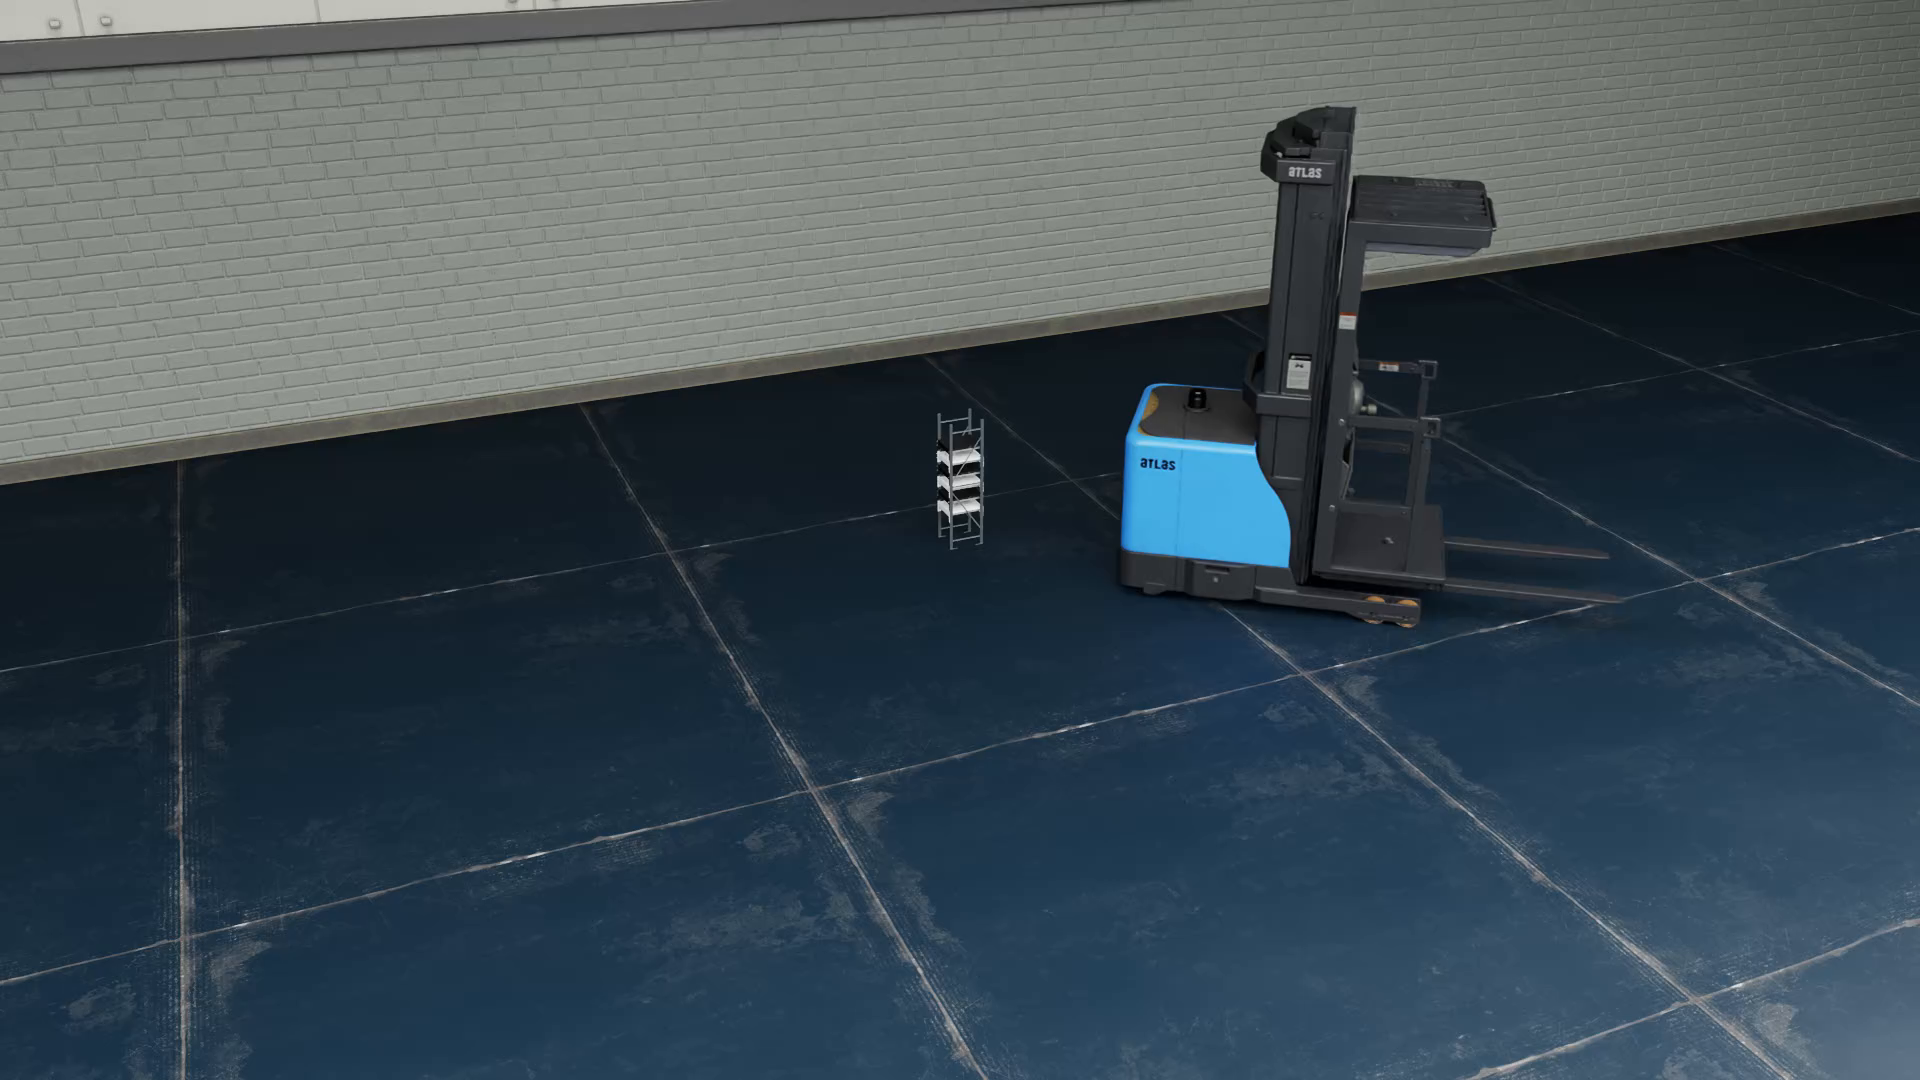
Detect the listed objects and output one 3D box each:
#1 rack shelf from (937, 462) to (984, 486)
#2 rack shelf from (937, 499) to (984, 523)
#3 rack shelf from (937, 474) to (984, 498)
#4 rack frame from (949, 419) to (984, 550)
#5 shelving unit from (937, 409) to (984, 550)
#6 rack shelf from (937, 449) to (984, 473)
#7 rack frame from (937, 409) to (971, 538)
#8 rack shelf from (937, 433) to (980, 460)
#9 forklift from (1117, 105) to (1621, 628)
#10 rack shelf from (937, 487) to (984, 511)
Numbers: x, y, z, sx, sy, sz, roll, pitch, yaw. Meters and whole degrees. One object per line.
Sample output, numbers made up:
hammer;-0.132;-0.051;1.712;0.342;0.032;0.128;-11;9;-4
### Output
rack shelf;0.003;-0.452;11.021;0.258;0.077;0.200;-11;28;-21
rack shelf;0.003;-0.209;11.139;0.258;0.077;0.200;-11;28;-21
rack shelf;0.003;-0.371;11.060;0.258;0.077;0.200;-11;28;-21
rack frame;0.043;-0.360;10.962;0.240;0.900;0.006;-11;28;-21
shelving unit;0.003;-0.401;11.046;0.258;0.900;0.210;-11;28;-21
rack shelf;0.003;-0.533;10.981;0.258;0.077;0.200;-11;28;-21
rack frame;-0.037;-0.442;11.130;0.240;0.900;0.006;-11;28;-21
rack shelf;0.003;-0.614;10.942;0.258;0.077;0.200;-11;28;-21
forklift;2.571;-1.040;10.039;3.031;2.935;1.130;6;27;12
rack shelf;0.003;-0.290;11.100;0.258;0.077;0.200;-11;28;-21
